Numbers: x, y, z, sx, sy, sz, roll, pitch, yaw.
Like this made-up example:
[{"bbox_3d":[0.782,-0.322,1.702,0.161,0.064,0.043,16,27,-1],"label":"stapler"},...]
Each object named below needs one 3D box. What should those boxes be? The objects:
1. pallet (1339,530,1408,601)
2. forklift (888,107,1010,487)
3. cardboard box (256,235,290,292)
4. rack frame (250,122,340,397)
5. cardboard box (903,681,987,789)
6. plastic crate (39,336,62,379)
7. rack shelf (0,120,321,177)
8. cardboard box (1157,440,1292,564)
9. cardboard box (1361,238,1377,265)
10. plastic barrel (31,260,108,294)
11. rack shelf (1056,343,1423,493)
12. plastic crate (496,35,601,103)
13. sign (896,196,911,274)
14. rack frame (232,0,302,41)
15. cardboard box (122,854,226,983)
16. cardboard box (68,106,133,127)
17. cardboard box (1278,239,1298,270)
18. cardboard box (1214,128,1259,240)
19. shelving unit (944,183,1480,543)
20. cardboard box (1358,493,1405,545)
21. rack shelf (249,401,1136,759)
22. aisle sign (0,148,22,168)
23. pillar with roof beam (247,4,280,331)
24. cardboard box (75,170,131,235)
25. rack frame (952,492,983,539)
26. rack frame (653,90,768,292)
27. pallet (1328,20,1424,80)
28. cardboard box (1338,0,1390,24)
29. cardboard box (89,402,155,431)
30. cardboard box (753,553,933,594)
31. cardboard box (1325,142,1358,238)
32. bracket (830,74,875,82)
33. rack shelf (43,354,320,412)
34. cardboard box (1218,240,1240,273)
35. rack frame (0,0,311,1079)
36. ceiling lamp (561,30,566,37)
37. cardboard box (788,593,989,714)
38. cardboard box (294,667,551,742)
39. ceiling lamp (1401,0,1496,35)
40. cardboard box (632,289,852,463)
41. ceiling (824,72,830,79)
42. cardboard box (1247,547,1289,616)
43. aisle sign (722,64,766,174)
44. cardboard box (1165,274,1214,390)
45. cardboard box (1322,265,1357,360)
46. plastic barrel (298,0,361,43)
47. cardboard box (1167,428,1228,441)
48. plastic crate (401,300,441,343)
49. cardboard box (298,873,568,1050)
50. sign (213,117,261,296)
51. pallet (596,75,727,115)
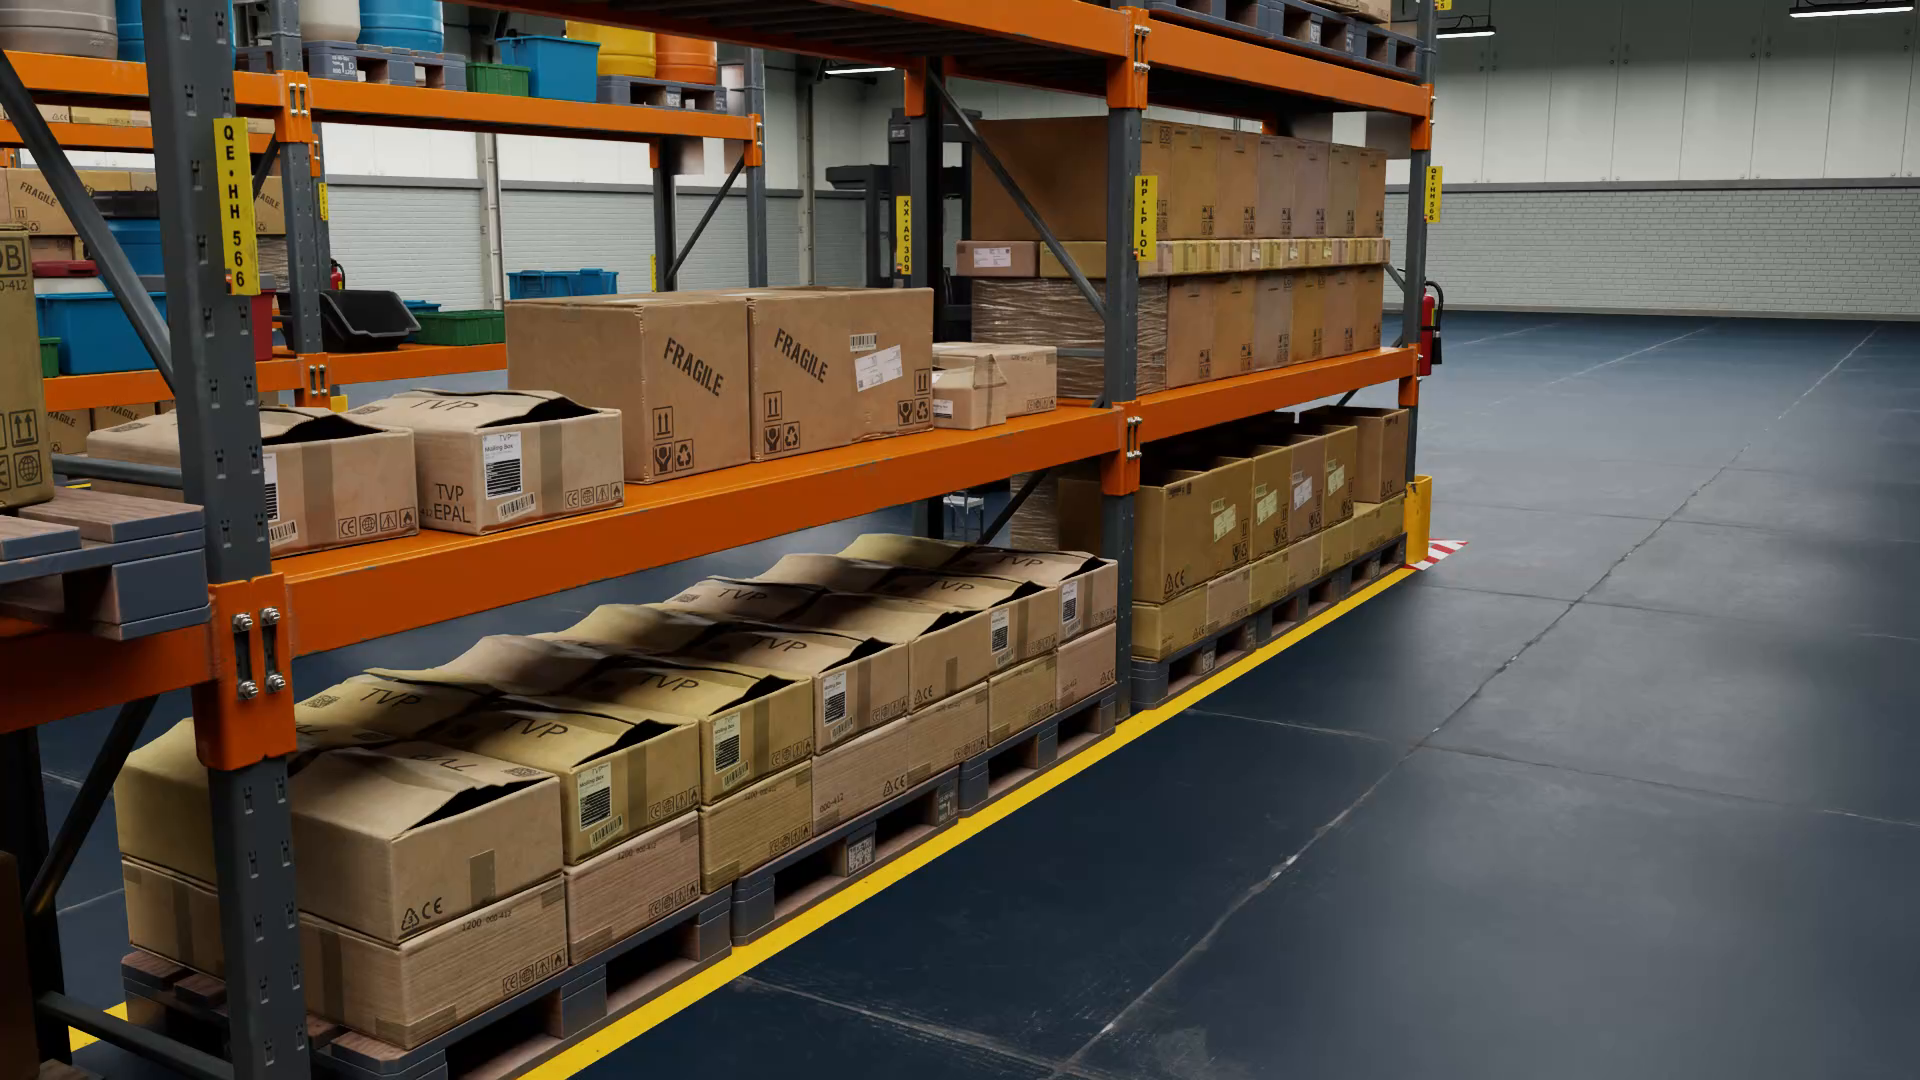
[{"bbox_3d":[1.966,0.093,9.799,1.003,0.211,1.213,6,12,31],"label":"pallet"},{"bbox_3d":[-0.422,-2.051,13.861,1.130,2.935,3.031,-7,13,-34],"label":"forklift"},{"bbox_3d":[-6.447,-2.461,14.780,0.875,0.500,0.500,6,12,31],"label":"cardboard box"},{"bbox_3d":[-6.138,-2.349,15.265,1.000,3.000,0.127,6,12,31],"label":"rack frame"},{"bbox_3d":[-0.247,0.625,5.710,0.500,0.250,0.500,7,13,32],"label":"cardboard box"},{"bbox_3d":[-4.644,-0.842,7.789,0.450,0.188,0.662,6,12,31],"label":"plastic crate"},{"bbox_3d":[-7.176,-3.155,13.375,1.077,0.370,4.000,6,12,31],"label":"rack shelf"},{"bbox_3d":[1.278,-0.197,8.061,0.500,0.500,0.500,6,12,31],"label":"cardboard box"},{"bbox_3d":[2.157,-1.650,9.499,0.380,0.149,0.250,7,13,32],"label":"cardboard box"},{"bbox_3d":[-4.665,-1.184,8.673,0.433,0.535,0.433,0,11,0],"label":"plastic barrel"},{"bbox_3d":[1.289,-0.734,8.592,1.077,0.370,4.000,6,12,31],"label":"rack shelf"},{"bbox_3d":[-2.637,-3.014,10.707,0.392,0.384,0.575,6,12,31],"label":"plastic crate"},{"bbox_3d":[-0.225,-1.290,7.041,0.100,0.325,0.005,6,12,31],"label":"sign"},{"bbox_3d":[-3.981,-4.196,8.825,1.000,3.000,0.127,6,12,31],"label":"rack frame"},{"bbox_3d":[-1.762,0.895,4.267,0.500,0.250,0.500,7,13,32],"label":"cardboard box"},{"bbox_3d":[-6.958,-3.411,13.196,0.500,0.250,0.500,6,12,30],"label":"cardboard box"},{"bbox_3d":[1.488,-1.448,8.415,0.380,0.149,0.250,6,12,30],"label":"cardboard box"},{"bbox_3d":[0.997,-1.688,7.939,0.700,0.500,0.500,6,12,31],"label":"cardboard box"},{"bbox_3d":[3.863,-4.651,27.289,11.303,3.100,33.289,6,12,31],"label":"shelving unit"},{"bbox_3d":[2.301,-0.144,9.819,0.500,0.250,0.500,6,12,31],"label":"cardboard box"},{"bbox_3d":[-0.788,-0.105,5.232,1.077,0.370,4.000,6,12,31],"label":"rack shelf"},{"bbox_3d":[-10.031,-4.099,17.548,0.394,0.787,0.004,6,12,31],"label":"aisle sign"},{"bbox_3d":[-10.074,-8.171,30.059,9.100,9.000,0.548,6,12,31],"label":"pillar with roof beam"},{"bbox_3d":[-6.995,-2.690,13.290,0.500,0.500,0.500,6,12,31],"label":"cardboard box"},{"bbox_3d":[0.049,-0.457,10.864,0.240,0.900,0.006,6,12,31],"label":"rack frame"},{"bbox_3d":[-1.905,-1.876,12.737,1.000,3.000,0.127,6,12,31],"label":"rack frame"},{"bbox_3d":[1.938,-2.724,9.358,1.003,0.211,1.213,6,12,31],"label":"pallet"},{"bbox_3d":[1.954,-2.872,8.791,0.500,0.250,0.500,6,12,31],"label":"cardboard box"},{"bbox_3d":[-7.099,-1.036,13.904,0.500,0.500,0.500,8,13,36],"label":"cardboard box"},{"bbox_3d":[-0.442,0.216,6.371,0.500,0.311,0.500,6,12,30],"label":"cardboard box"},{"bbox_3d":[1.778,-1.925,9.203,0.700,0.500,0.500,6,12,29],"label":"cardboard box"},{"bbox_3d":[-2.965,-13.493,48.708,0.076,0.066,3.189,6,12,31],"label":"bracket"},{"bbox_3d":[-5.020,-0.579,7.763,1.077,0.370,4.000,6,12,31],"label":"rack shelf"},{"bbox_3d":[1.085,-1.325,7.763,0.380,0.149,0.250,6,12,29],"label":"cardboard box"},{"bbox_3d":[-1.826,-0.144,3.486,1.000,3.000,0.127,6,12,31],"label":"rack frame"},{"bbox_3d":[-7.085,-11.788,33.517,2.000,3.185,0.800,6,12,31],"label":"ceiling lamp"},{"bbox_3d":[-0.241,0.348,5.664,0.500,0.311,0.500,6,12,31],"label":"cardboard box"},{"bbox_3d":[-1.501,0.537,4.654,0.500,0.311,0.500,6,12,30],"label":"cardboard box"},{"bbox_3d":[9.995,-11.860,33.792,2.000,3.144,0.800,6,12,31],"label":"ceiling lamp"},{"bbox_3d":[-0.696,-0.541,5.337,0.500,0.500,0.500,6,12,31],"label":"cardboard box"},{"bbox_3d":[-4.607,-11.636,31.763,15.077,2.816,27.630,6,12,31],"label":"ceiling"},{"bbox_3d":[1.278,0.172,8.130,0.500,0.250,0.500,6,12,31],"label":"cardboard box"},{"bbox_3d":[-1.613,-3.137,12.407,0.394,0.787,0.004,6,12,31],"label":"aisle sign"},{"bbox_3d":[0.744,-0.976,7.659,0.700,0.500,0.500,6,12,30],"label":"cardboard box"},{"bbox_3d":[1.805,-1.296,9.368,0.700,0.500,0.500,7,13,32],"label":"cardboard box"},{"bbox_3d":[-3.590,-3.031,9.313,0.421,0.512,0.421,0,11,0],"label":"plastic barrel"},{"bbox_3d":[1.077,-0.327,8.756,0.500,0.500,0.500,6,12,31],"label":"cardboard box"},{"bbox_3d":[-3.639,-1.374,10.459,0.499,0.251,0.616,6,12,31],"label":"plastic crate"},{"bbox_3d":[-1.304,0.947,3.990,0.500,0.250,0.500,6,12,30],"label":"cardboard box"},{"bbox_3d":[-1.358,-0.624,3.117,0.100,0.325,0.005,6,12,31],"label":"sign"},{"bbox_3d":[-2.418,-3.137,11.833,1.003,0.211,1.213,6,12,31],"label":"pallet"}]
